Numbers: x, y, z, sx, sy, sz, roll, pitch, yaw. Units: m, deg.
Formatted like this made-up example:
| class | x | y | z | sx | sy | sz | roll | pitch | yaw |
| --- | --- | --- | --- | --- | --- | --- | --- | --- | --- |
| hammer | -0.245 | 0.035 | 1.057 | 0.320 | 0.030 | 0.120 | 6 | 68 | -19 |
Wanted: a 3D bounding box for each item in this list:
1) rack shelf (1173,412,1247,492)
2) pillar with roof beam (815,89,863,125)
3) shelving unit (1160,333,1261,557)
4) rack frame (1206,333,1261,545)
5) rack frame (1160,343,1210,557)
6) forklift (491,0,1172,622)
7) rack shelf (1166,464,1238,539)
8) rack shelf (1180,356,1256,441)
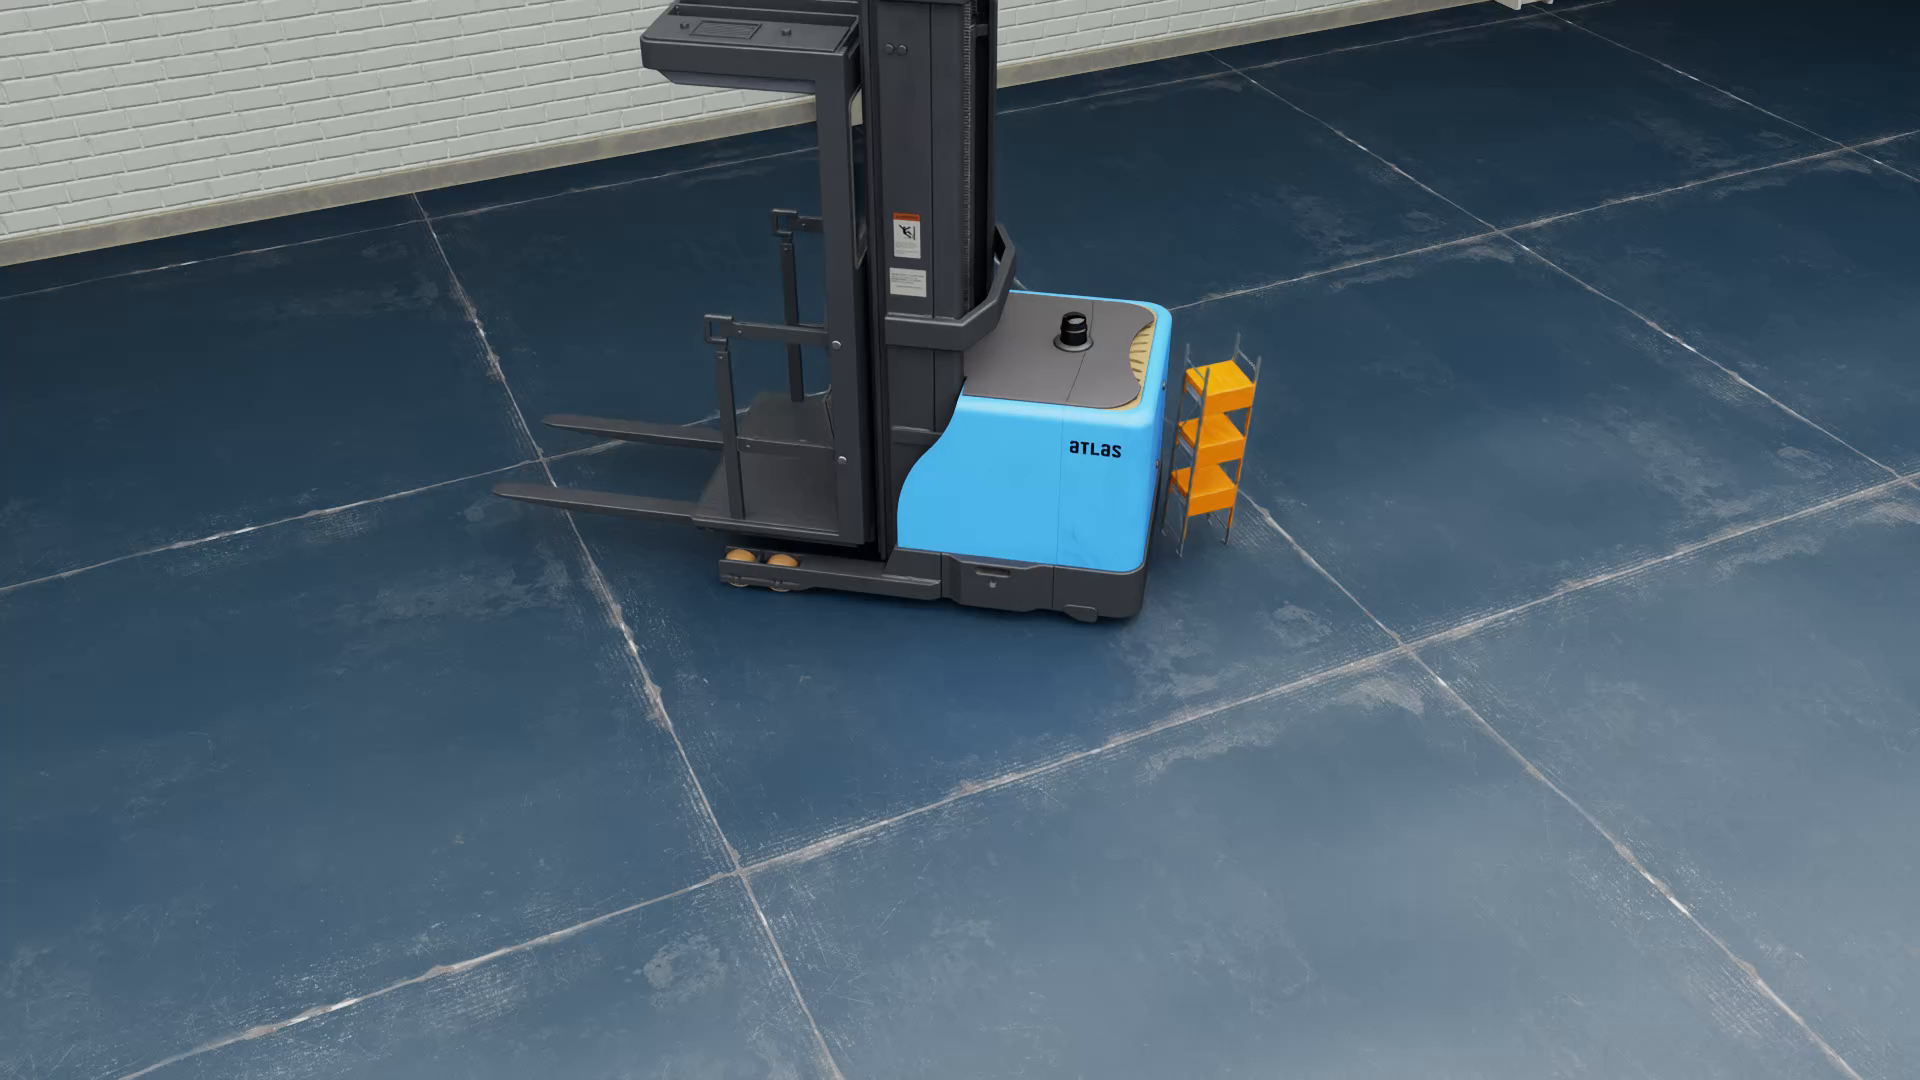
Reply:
| class | x | y | z | sx | sy | sz | roll | pitch | yaw |
| --- | --- | --- | --- | --- | --- | --- | --- | --- | --- |
| rack shelf | 1.105 | -0.400 | 7.412 | 0.240 | 0.259 | 0.215 | -13 | 43 | -17 |
| pillar with roof beam | 1.053 | -4.241 | 5.914 | 0.400 | 9.000 | 9.100 | -16 | 39 | -20 |
| shelving unit | 1.105 | -0.408 | 7.405 | 0.252 | 1.050 | 0.215 | -13 | 43 | -17 |
| rack frame | 1.219 | -0.434 | 7.441 | 0.008 | 1.050 | 0.200 | -13 | 43 | -17 |
| rack frame | 0.992 | -0.381 | 7.369 | 0.008 | 1.050 | 0.200 | -13 | 43 | -17 |
| forklift | -0.618 | -1.247 | 6.972 | 3.031 | 2.935 | 1.130 | 6 | 37 | 9 |
| rack shelf | 1.097 | -0.190 | 7.594 | 0.240 | 0.259 | 0.215 | -13 | 43 | -17 |
| rack shelf | 1.113 | -0.614 | 7.226 | 0.240 | 0.259 | 0.215 | -13 | 43 | -17 |
